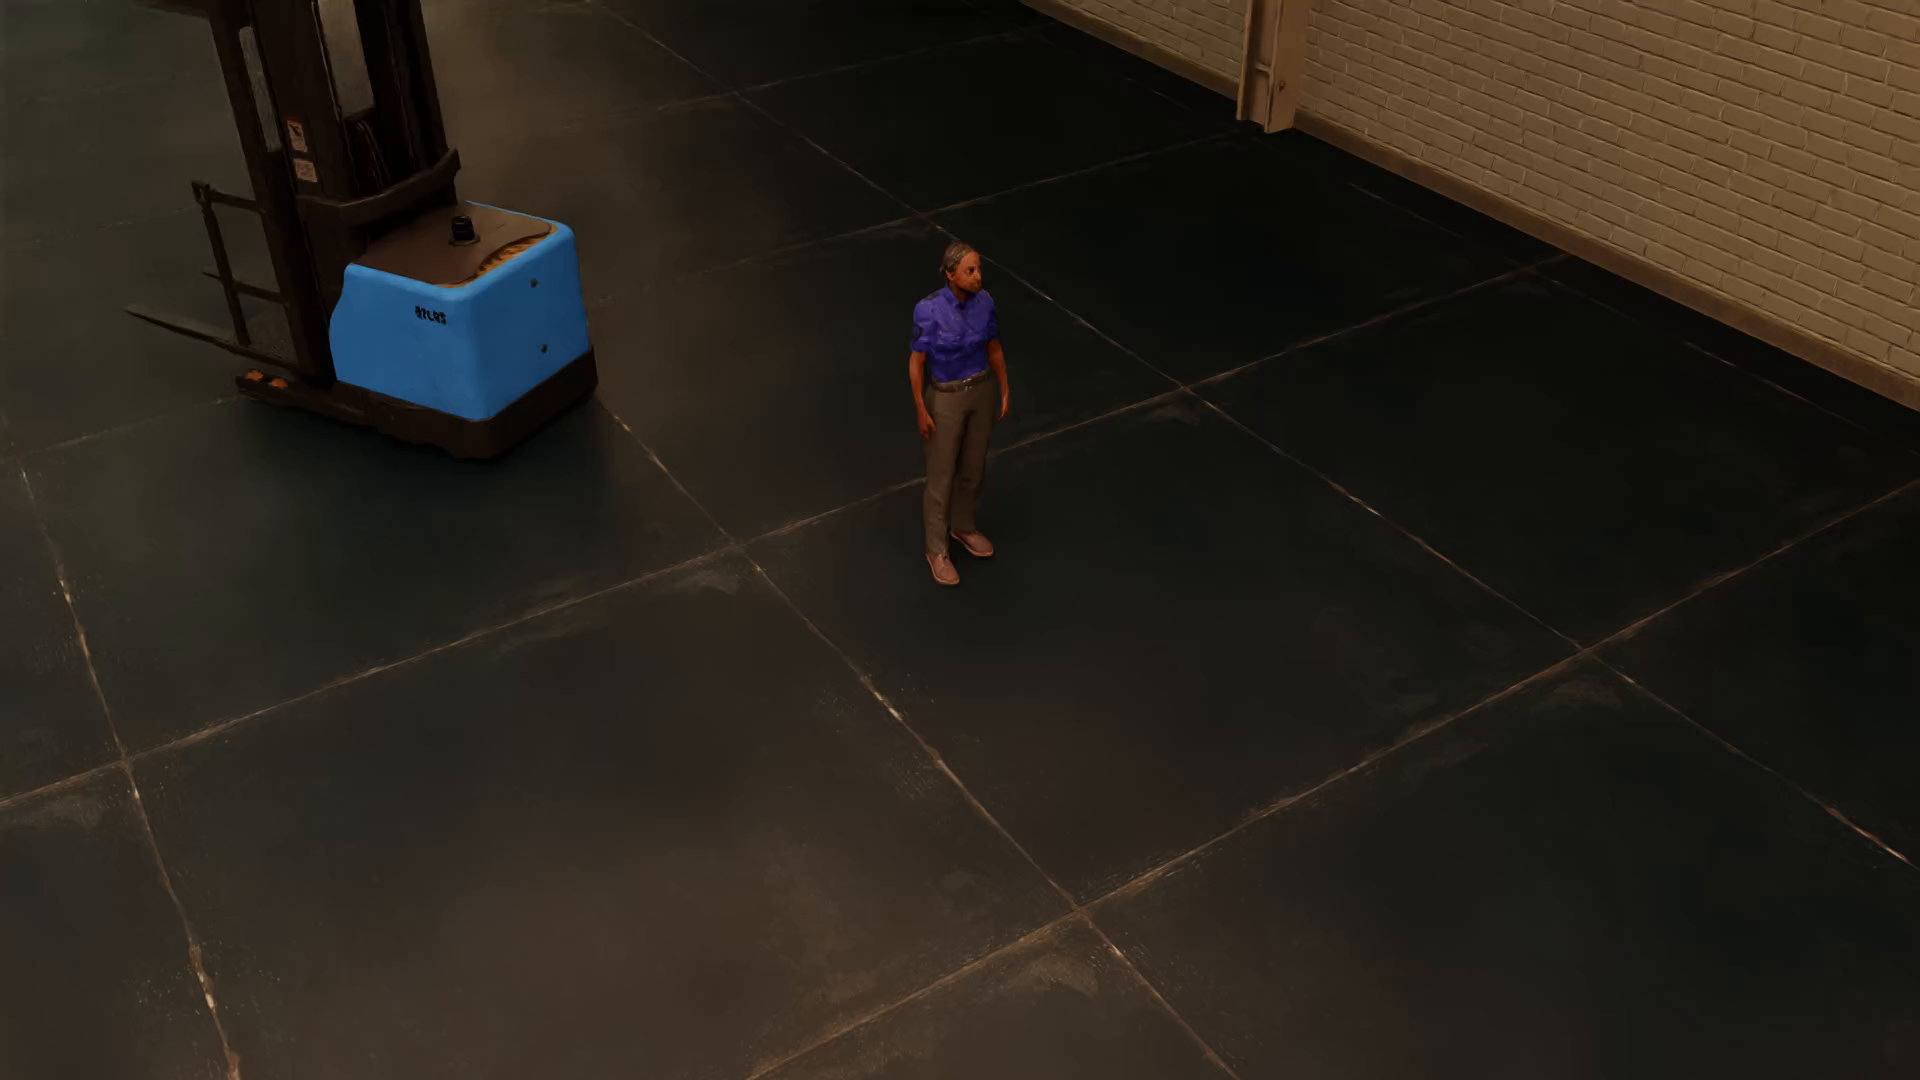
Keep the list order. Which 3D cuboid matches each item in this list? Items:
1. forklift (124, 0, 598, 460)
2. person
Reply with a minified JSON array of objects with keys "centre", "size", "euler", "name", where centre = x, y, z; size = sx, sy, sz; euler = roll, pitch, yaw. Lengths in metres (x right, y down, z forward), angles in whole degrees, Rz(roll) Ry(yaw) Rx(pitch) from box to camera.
[{"centre":[-3.710,-2.234,9.328],"size":[3.031,2.935,1.130],"euler":[16,38,22],"name":"forklift"},{"centre":[0.031,-0.634,8.148],"size":[0.570,1.654,0.503],"euler":[-21,40,-27],"name":"person"}]
